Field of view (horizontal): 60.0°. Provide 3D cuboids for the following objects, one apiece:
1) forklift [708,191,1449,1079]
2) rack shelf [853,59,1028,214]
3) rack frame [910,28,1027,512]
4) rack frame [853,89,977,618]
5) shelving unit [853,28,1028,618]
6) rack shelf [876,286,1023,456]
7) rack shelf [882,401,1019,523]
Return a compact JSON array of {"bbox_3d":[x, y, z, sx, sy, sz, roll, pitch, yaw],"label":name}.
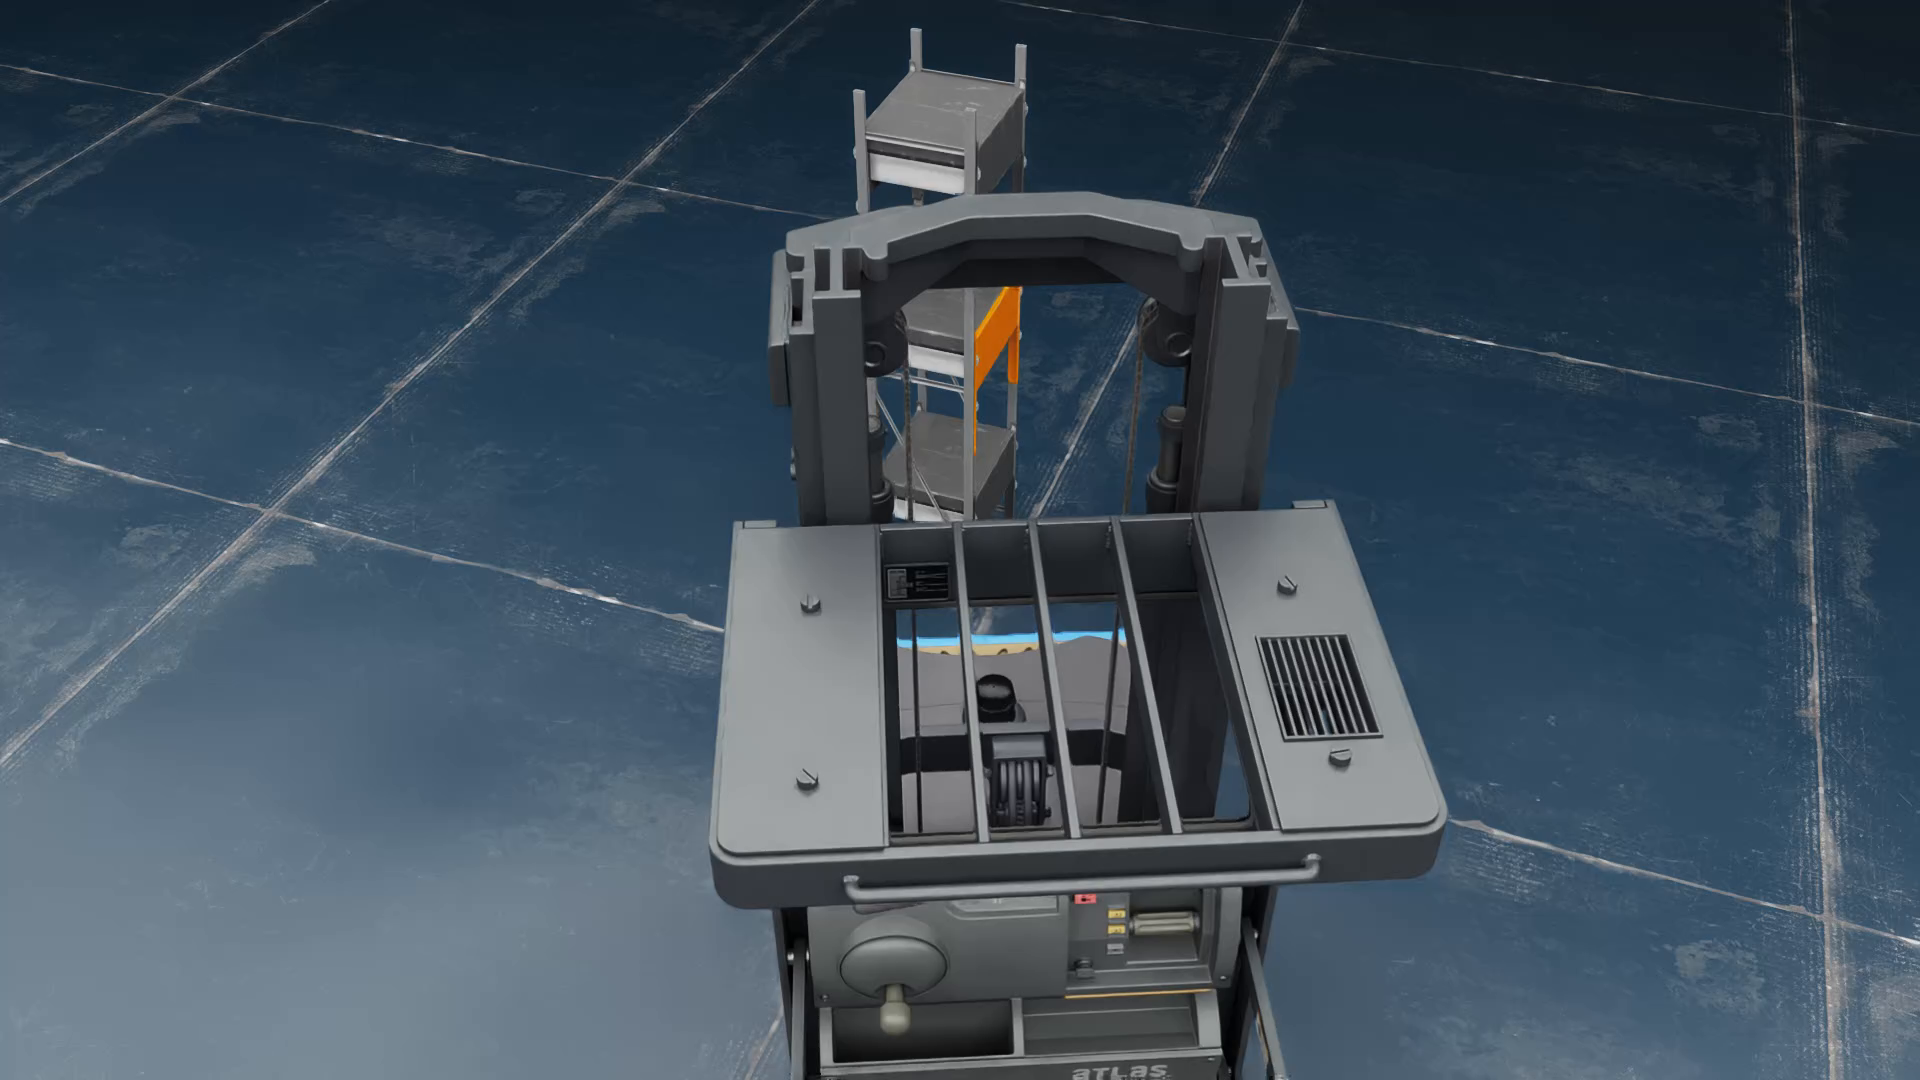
[{"bbox_3d":[0.154,0.925,3.407,1.130,2.935,3.031,-2,41,-2],"label":"forklift"},{"bbox_3d":[-0.057,-1.220,5.505,0.431,0.518,0.480,13,42,15],"label":"rack shelf"},{"bbox_3d":[0.027,-0.847,6.125,0.400,2.100,0.015,13,42,15],"label":"rack frame"},{"bbox_3d":[-0.140,-0.549,5.776,0.400,2.100,0.015,13,42,15],"label":"rack frame"},{"bbox_3d":[-0.057,-0.698,5.950,0.431,2.100,0.503,13,42,15],"label":"shelving unit"},{"bbox_3d":[-0.057,-0.687,5.959,0.431,0.518,0.480,13,42,15],"label":"rack shelf"},{"bbox_3d":[-0.057,-0.155,6.413,0.431,0.518,0.480,13,42,15],"label":"rack shelf"}]
